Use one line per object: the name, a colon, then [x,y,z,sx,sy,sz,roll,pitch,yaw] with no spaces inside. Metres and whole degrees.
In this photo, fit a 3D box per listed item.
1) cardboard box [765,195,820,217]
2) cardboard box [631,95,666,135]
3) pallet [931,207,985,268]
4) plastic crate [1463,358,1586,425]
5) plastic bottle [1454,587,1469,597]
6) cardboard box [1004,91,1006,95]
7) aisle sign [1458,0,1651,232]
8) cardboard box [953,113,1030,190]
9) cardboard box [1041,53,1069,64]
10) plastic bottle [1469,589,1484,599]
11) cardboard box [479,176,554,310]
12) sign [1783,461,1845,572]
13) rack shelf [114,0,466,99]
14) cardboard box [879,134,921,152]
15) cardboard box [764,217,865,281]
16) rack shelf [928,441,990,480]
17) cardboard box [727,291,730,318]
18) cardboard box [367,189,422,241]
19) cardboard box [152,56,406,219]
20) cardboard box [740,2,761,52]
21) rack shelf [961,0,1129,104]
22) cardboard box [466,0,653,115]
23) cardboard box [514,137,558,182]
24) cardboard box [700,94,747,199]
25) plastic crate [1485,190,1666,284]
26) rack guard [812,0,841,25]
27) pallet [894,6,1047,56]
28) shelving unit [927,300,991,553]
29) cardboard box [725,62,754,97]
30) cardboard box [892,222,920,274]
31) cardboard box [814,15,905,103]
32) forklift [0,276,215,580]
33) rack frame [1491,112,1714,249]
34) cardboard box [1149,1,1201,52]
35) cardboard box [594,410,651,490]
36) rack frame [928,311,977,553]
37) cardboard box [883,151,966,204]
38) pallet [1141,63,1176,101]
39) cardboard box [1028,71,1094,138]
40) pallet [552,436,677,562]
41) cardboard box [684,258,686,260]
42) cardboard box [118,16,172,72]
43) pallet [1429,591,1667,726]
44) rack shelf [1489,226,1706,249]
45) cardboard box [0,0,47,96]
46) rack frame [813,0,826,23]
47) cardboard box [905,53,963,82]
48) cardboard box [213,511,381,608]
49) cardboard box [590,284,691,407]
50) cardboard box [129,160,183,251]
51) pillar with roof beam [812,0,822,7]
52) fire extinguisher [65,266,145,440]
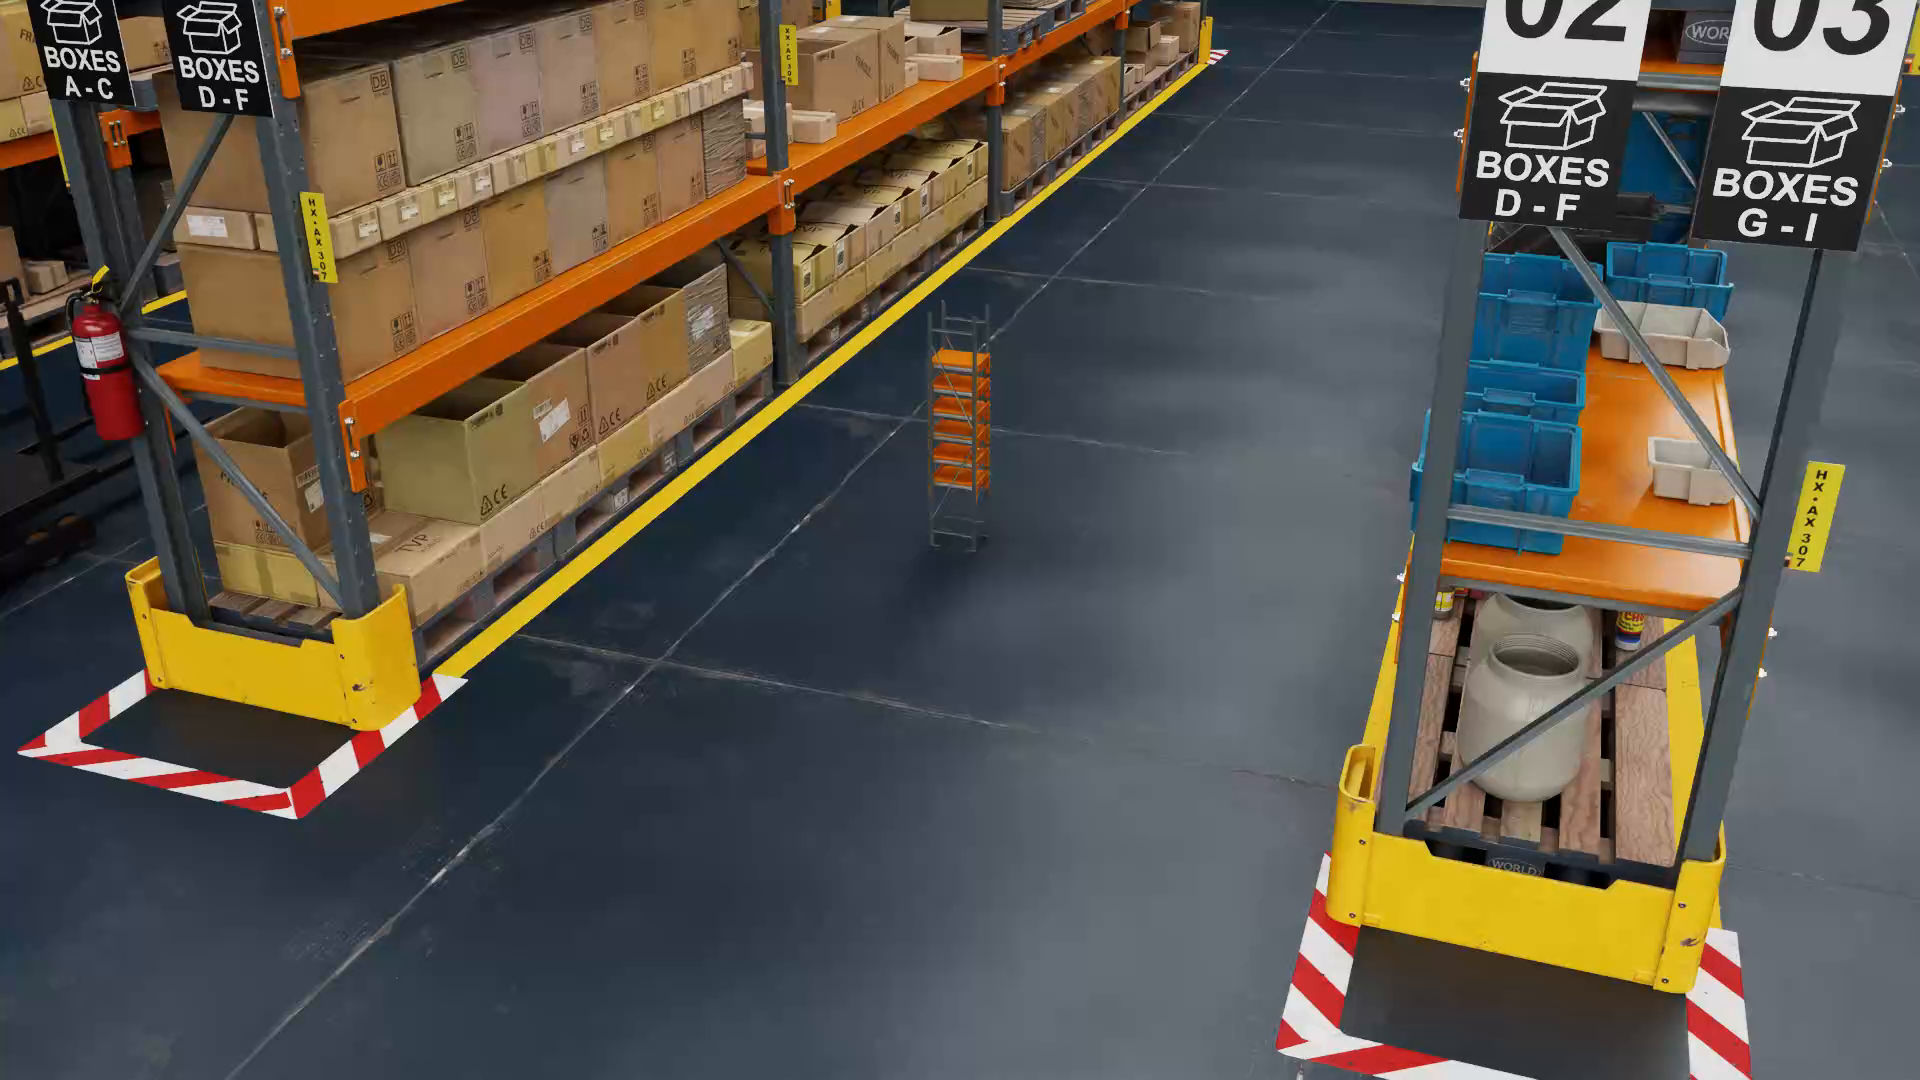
cardboard box: [-1.288,-2.215,11.413,0.500,0.311,0.500,9,27,17]
cardboard box: [-1.717,-2.160,8.411,0.380,0.149,0.250,9,27,17]
pallet: [-0.468,-2.440,13.047,1.003,0.211,1.213,9,27,17]
plastic crate: [1.956,-0.469,5.946,0.499,0.251,0.408,9,27,17]
plastic bottle: [2.158,0.090,7.244,0.152,0.276,0.135,9,27,18]
cardboard box: [0.105,-3.732,14.879,0.500,0.500,0.500,8,27,16]
aisle sign: [1.547,-1.204,4.311,0.394,0.787,0.004,9,27,17]
cardboard box: [0.264,-3.246,13.876,0.500,0.500,0.500,10,28,20]
cardboard box: [0.783,-4.581,16.633,0.500,0.500,0.500,8,27,15]
plastic bottle: [2.259,0.101,7.211,0.061,0.283,0.133,9,27,17]
cardboard box: [-2.311,-1.395,7.574,0.700,0.500,0.500,9,27,18]
sign: [2.368,-0.063,4.621,0.100,0.325,0.005,9,27,17]
rack shelf: [-2.154,-2.588,7.537,1.077,0.370,4.000,9,27,17]
cardboard box: [-0.608,-3.059,13.156,0.500,0.311,0.500,10,27,19]
cardboard box: [-0.944,-1.927,10.817,0.500,0.311,0.500,8,27,17]
rack shelf: [-0.005,-0.386,8.048,0.258,0.103,0.180,9,27,17]
cardboard box: [-1.623,-1.548,10.678,0.500,0.250,0.500,8,27,17]
cardboard box: [-2.400,-1.316,6.667,0.380,0.149,0.250,8,27,16]
cardboard box: [-2.634,-1.581,6.470,0.700,0.500,0.500,9,27,18]
cardboard box: [-2.810,-6.161,19.920,0.700,0.500,0.500,9,27,19]
rack shelf: [0.509,-4.526,14.981,1.077,0.370,4.000,9,27,17]
cardboard box: [-1.964,-2.416,8.195,0.700,0.500,0.500,9,27,17]
cardboard box: [-2.059,-1.737,7.536,0.380,0.149,0.250,8,27,17]
cardboard box: [-1.630,-2.246,9.332,0.700,0.500,0.500,8,27,16]
plastic crate: [2.888,-1.440,7.852,0.767,0.338,0.504,9,27,17]
rack guard: [-2.159,-6.917,21.963,1.175,0.500,0.348,9,27,17]
pallet: [0.002,-4.230,13.765,1.213,0.211,1.003,9,27,17]
shelving unit: [-0.005,-0.534,7.976,0.258,1.200,0.189,9,27,17]
cardboard box: [-1.377,-2.578,9.274,0.380,0.149,0.250,9,27,17]
cardboard box: [-0.609,-2.097,11.813,0.500,0.250,0.500,9,27,18]
cardboard box: [-0.700,-3.381,11.676,0.500,0.500,0.500,7,27,15]
forklift: [-4.901,-1.237,7.442,1.130,2.935,3.031,8,27,16]
rack frame: [3.182,-1.664,8.245,1.000,3.000,0.127,9,27,17]
cardboard box: [2.557,-6.129,19.830,0.500,0.500,0.500,9,27,17]
cardboard box: [-1.930,-0.496,8.506,0.500,0.250,0.500,9,27,17]
rack frame: [-0.035,-0.496,7.899,0.240,1.200,0.006,9,27,17]
cardboard box: [-0.266,-2.766,12.551,0.500,0.311,0.500,8,27,17]
pallet: [1.808,-5.202,18.751,1.003,0.211,1.213,9,27,17]
cardboard box: [0.940,-4.092,15.623,0.500,0.500,0.500,9,27,18]
pallet: [-2.197,-0.305,8.638,1.003,0.211,1.213,9,27,17]
cardboard box: [-1.938,-1.528,9.776,0.500,0.500,0.500,9,27,17]
cardboard box: [-5.959,-3.548,11.516,0.700,0.500,0.500,9,27,18]
pallet: [2.515,0.364,7.256,1.003,0.211,1.213,9,27,17]
rack shelf: [3.847,-2.162,10.099,1.077,0.370,4.000,9,27,17]
cardboard box: [-6.026,-3.141,10.583,0.500,0.500,0.500,9,27,17]
rack frame: [-2.167,-8.032,21.397,1.000,3.000,0.127,9,27,17]
cardboard box: [-0.196,-3.505,12.335,0.380,0.149,0.250,9,27,17]
cardboard box: [-2.919,0.045,7.388,0.500,0.250,0.500,9,27,17]
cardboard box: [-1.776,-1.041,8.771,0.500,0.500,0.500,9,27,17]
cardboard box: [-5.931,-2.479,12.291,0.700,0.500,0.500,10,27,19]
pillar with roof beam: [1.975,-11.343,21.351,9.100,9.000,0.400,9,27,17]
fire extinguisher: [-3.297,-0.724,6.392,0.296,0.674,0.183,9,27,17]
